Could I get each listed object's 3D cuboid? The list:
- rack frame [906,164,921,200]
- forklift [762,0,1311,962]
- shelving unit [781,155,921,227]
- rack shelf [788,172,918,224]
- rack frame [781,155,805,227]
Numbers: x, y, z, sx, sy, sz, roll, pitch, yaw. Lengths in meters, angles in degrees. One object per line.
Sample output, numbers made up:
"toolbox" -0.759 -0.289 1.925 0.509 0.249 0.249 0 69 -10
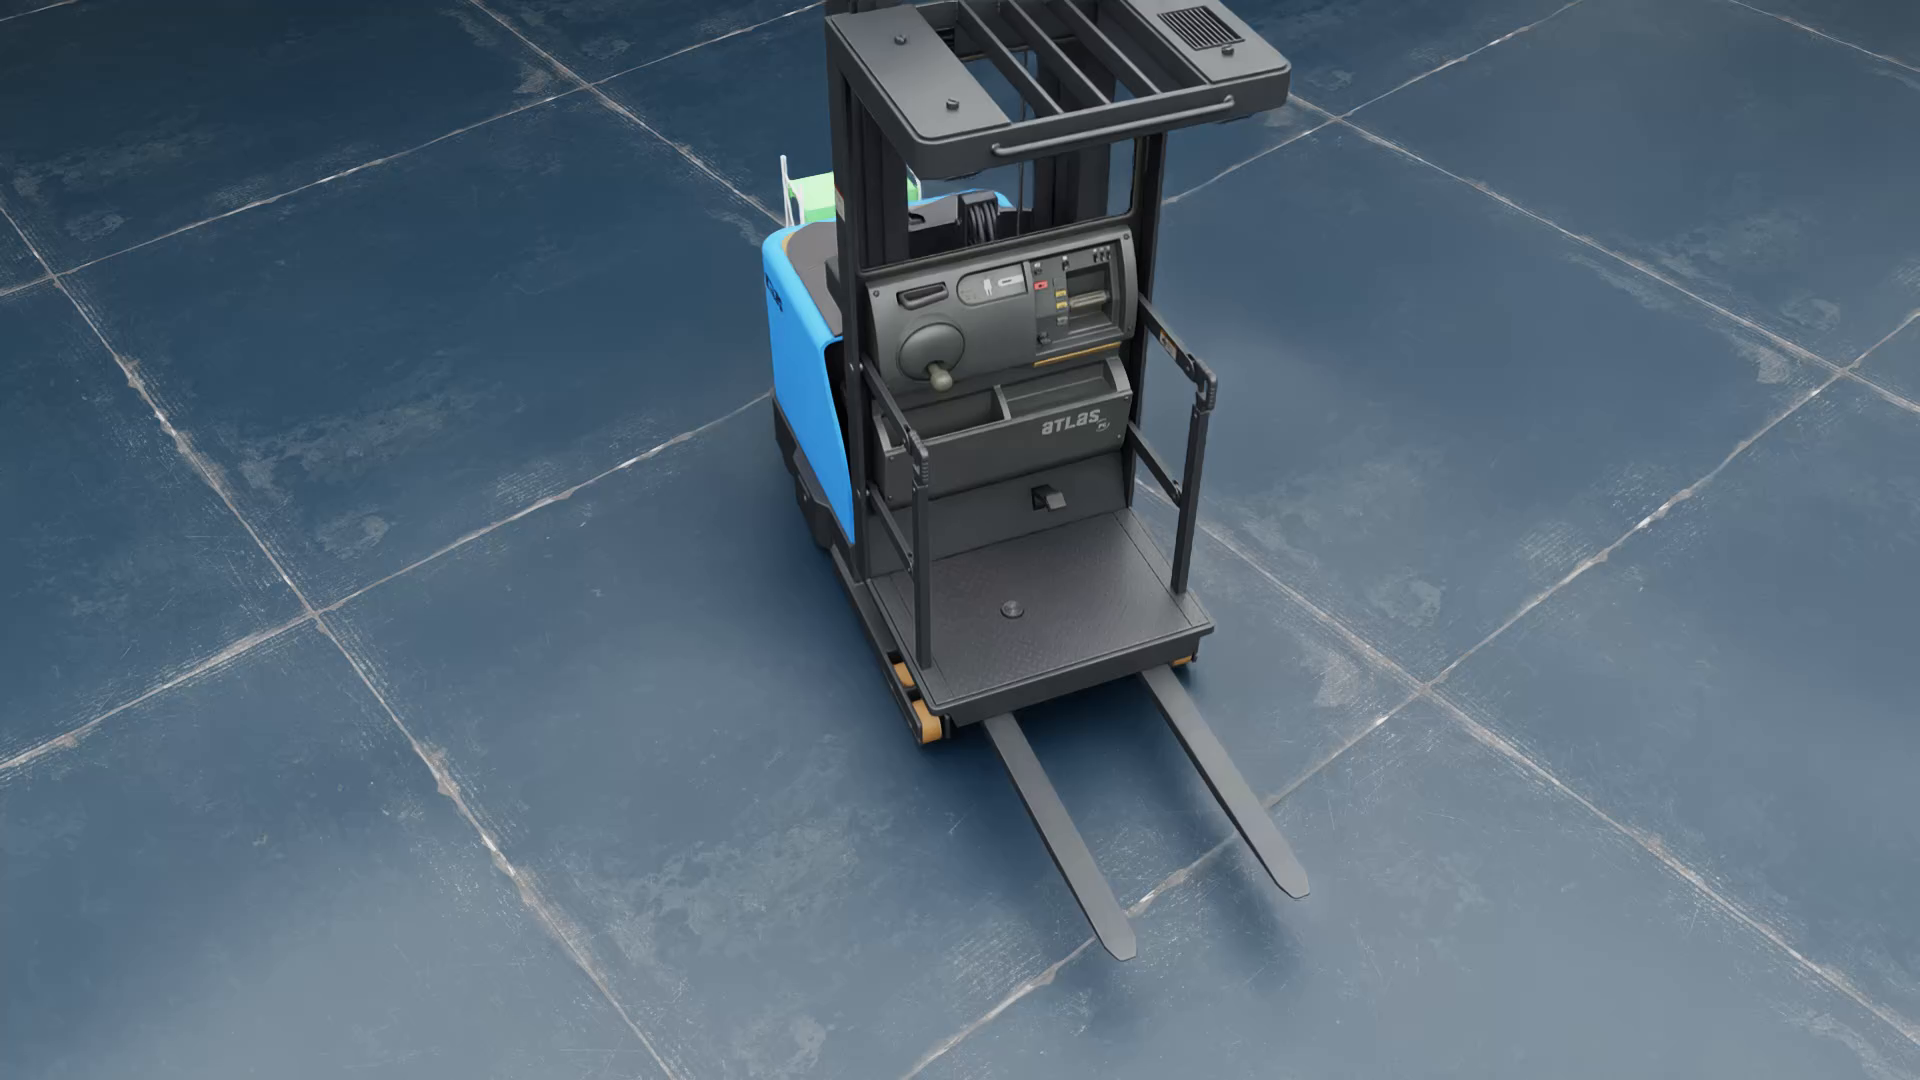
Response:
"rack frame" -0.210 -1.144 7.091 0.015 1.200 0.240 -15 45 -16
"forklift" 0.233 -0.670 5.322 1.130 2.935 3.031 -15 45 -16
"shelving unit" -0.437 -1.081 7.025 0.503 1.200 0.258 -15 45 -16
"rack shelf" -0.437 -1.385 6.740 0.480 0.148 0.258 -15 45 -16
"rack frame" -0.663 -1.019 6.959 0.015 1.200 0.240 -15 45 -16
